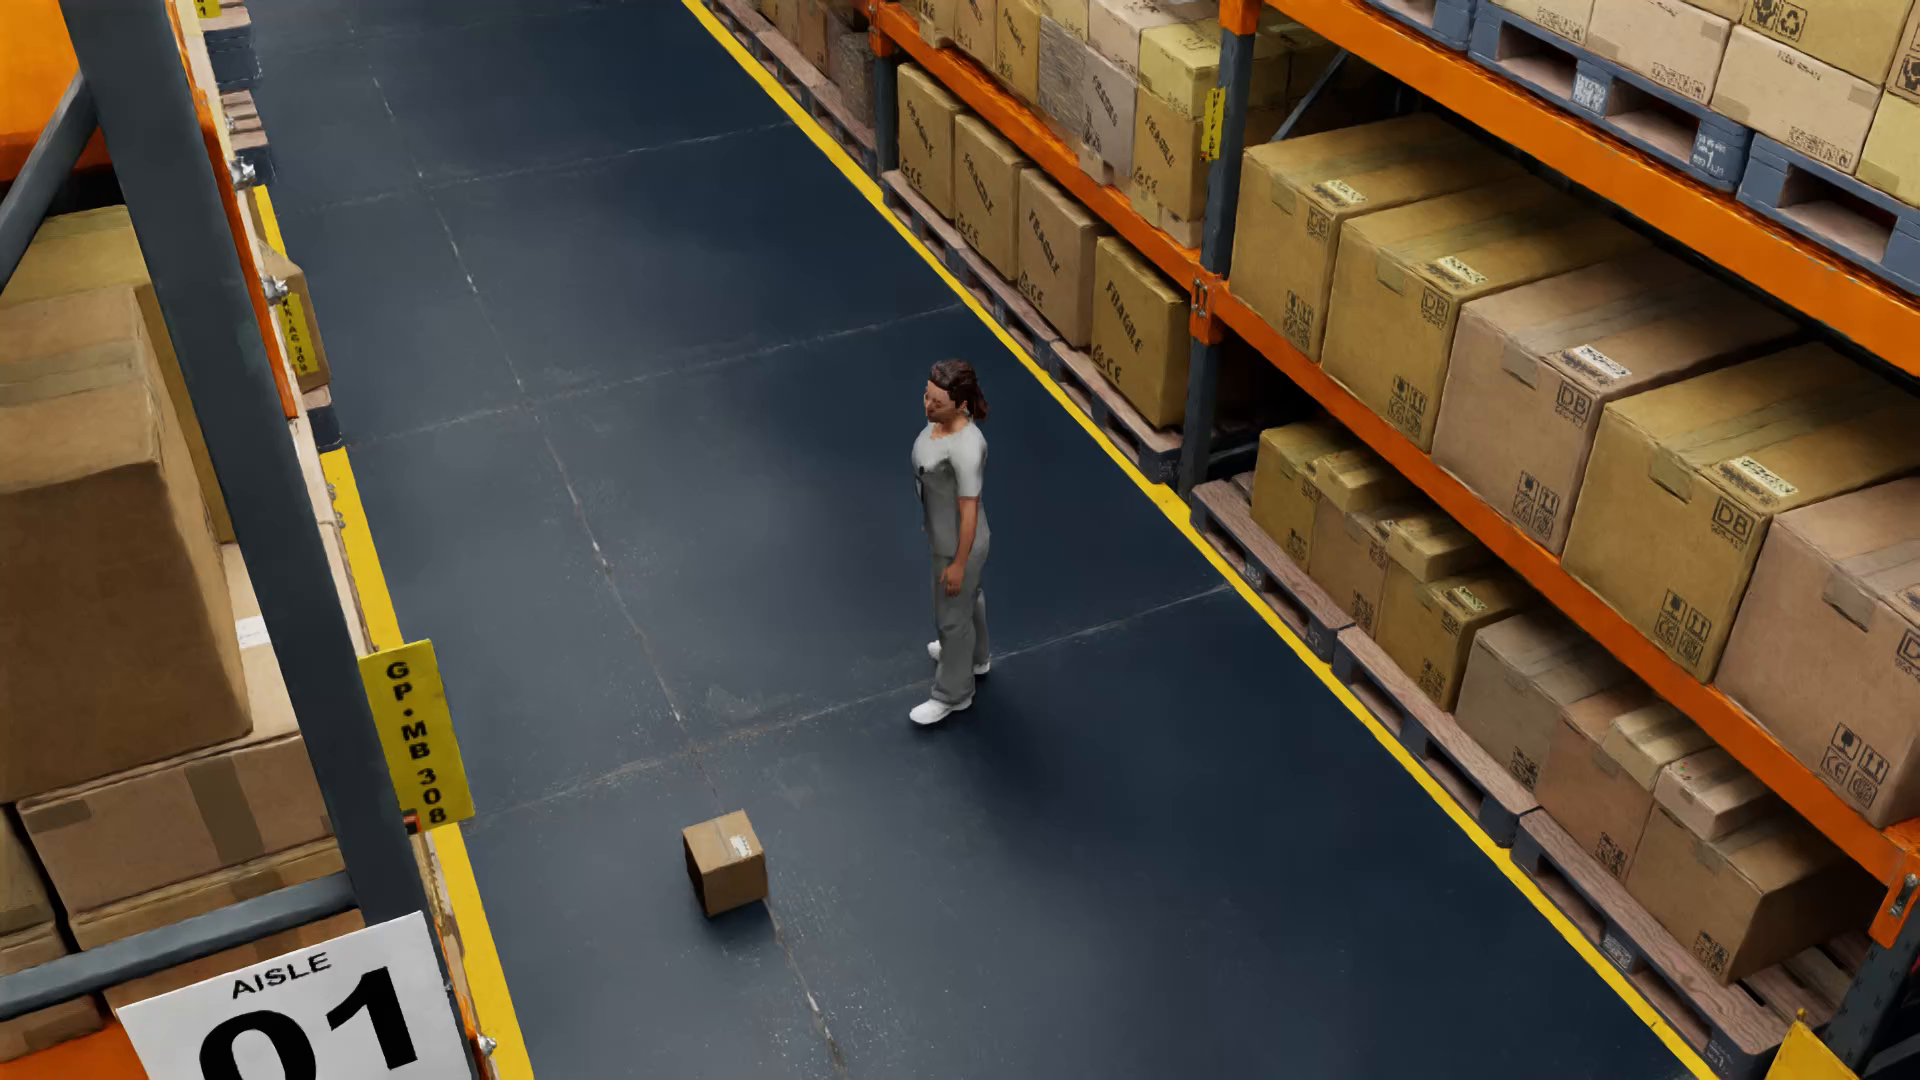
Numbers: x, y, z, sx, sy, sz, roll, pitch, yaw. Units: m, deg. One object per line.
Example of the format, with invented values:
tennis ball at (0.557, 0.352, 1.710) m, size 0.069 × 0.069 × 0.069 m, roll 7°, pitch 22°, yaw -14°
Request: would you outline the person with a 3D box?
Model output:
person at (-0.050, -0.015, 6.836) m, size 0.412 × 1.673 × 0.538 m, roll -6°, pitch 38°, yaw -8°
